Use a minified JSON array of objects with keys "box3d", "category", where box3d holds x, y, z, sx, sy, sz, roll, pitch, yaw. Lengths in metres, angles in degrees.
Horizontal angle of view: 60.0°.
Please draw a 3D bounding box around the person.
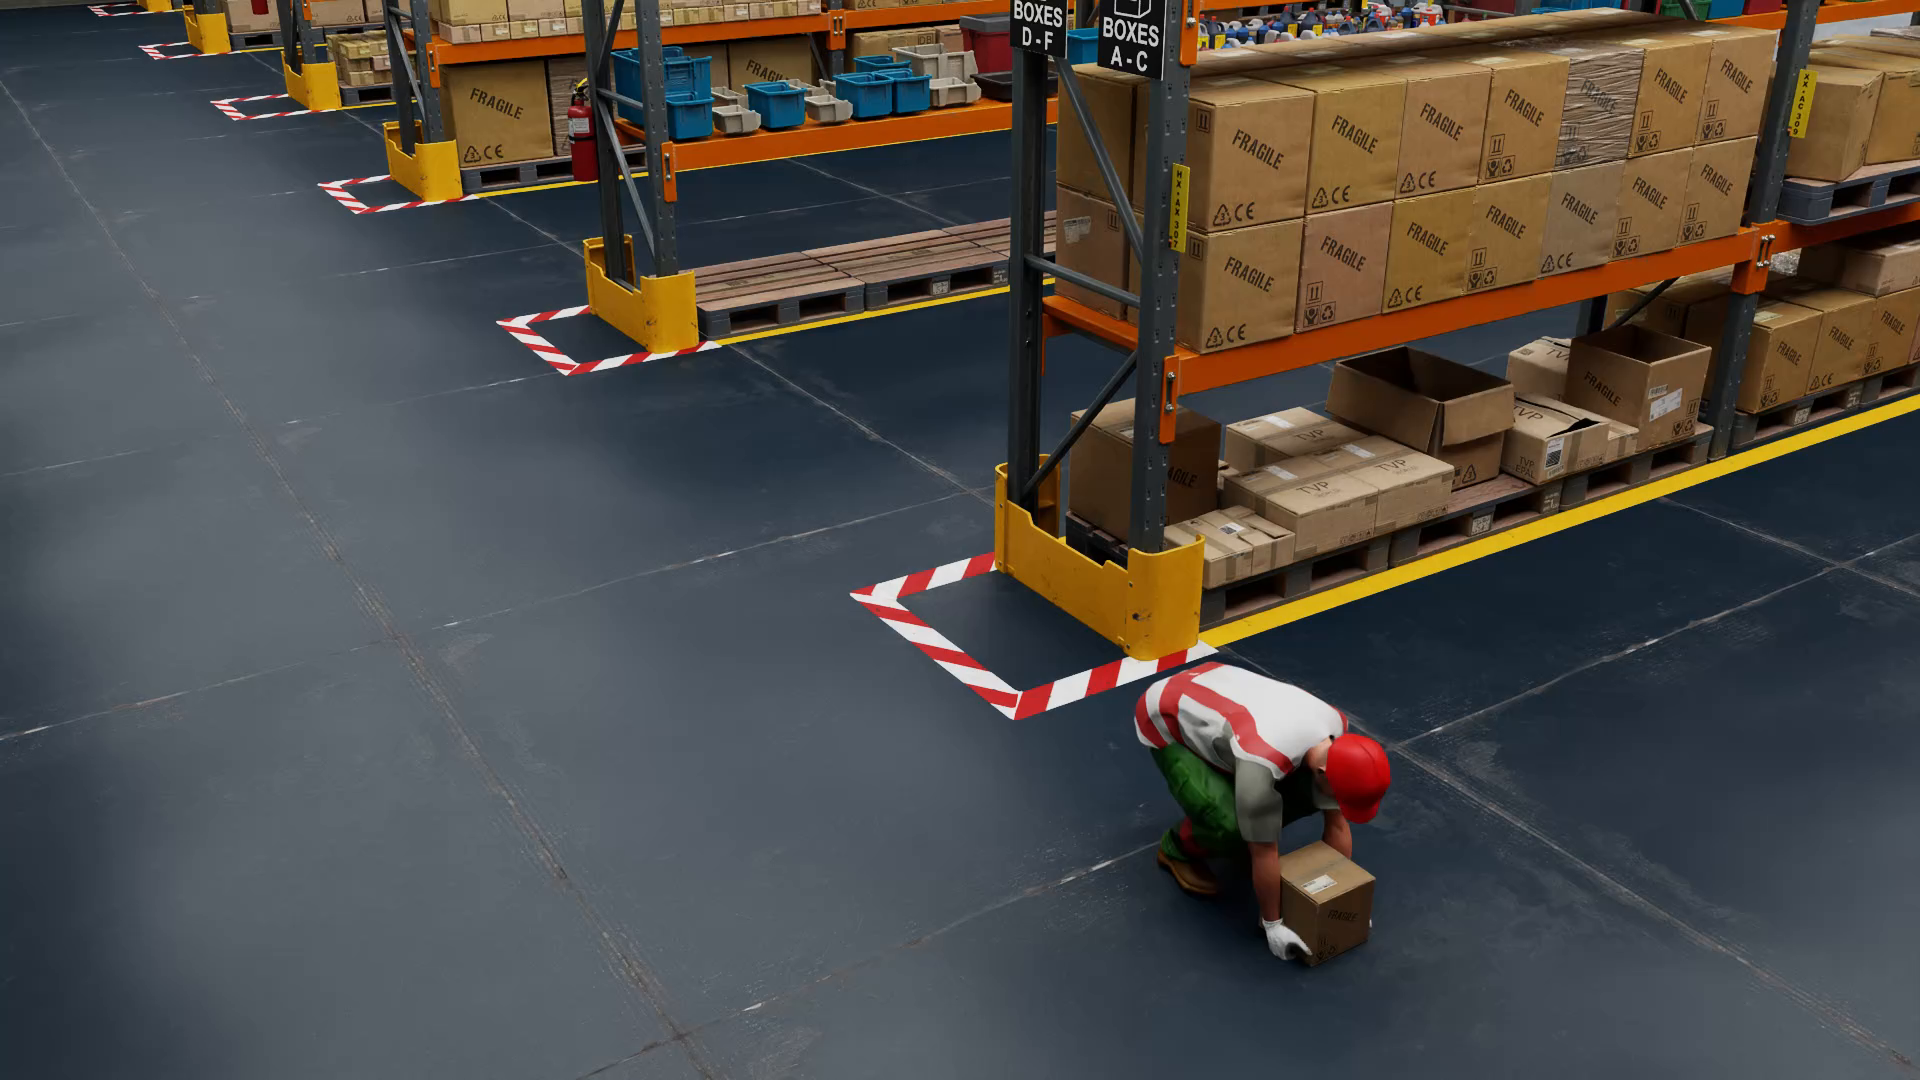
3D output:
[{"box3d":[0.988,0.845,5.498,0.529,0.795,0.954,-16,29,-31],"category":"person"}]
